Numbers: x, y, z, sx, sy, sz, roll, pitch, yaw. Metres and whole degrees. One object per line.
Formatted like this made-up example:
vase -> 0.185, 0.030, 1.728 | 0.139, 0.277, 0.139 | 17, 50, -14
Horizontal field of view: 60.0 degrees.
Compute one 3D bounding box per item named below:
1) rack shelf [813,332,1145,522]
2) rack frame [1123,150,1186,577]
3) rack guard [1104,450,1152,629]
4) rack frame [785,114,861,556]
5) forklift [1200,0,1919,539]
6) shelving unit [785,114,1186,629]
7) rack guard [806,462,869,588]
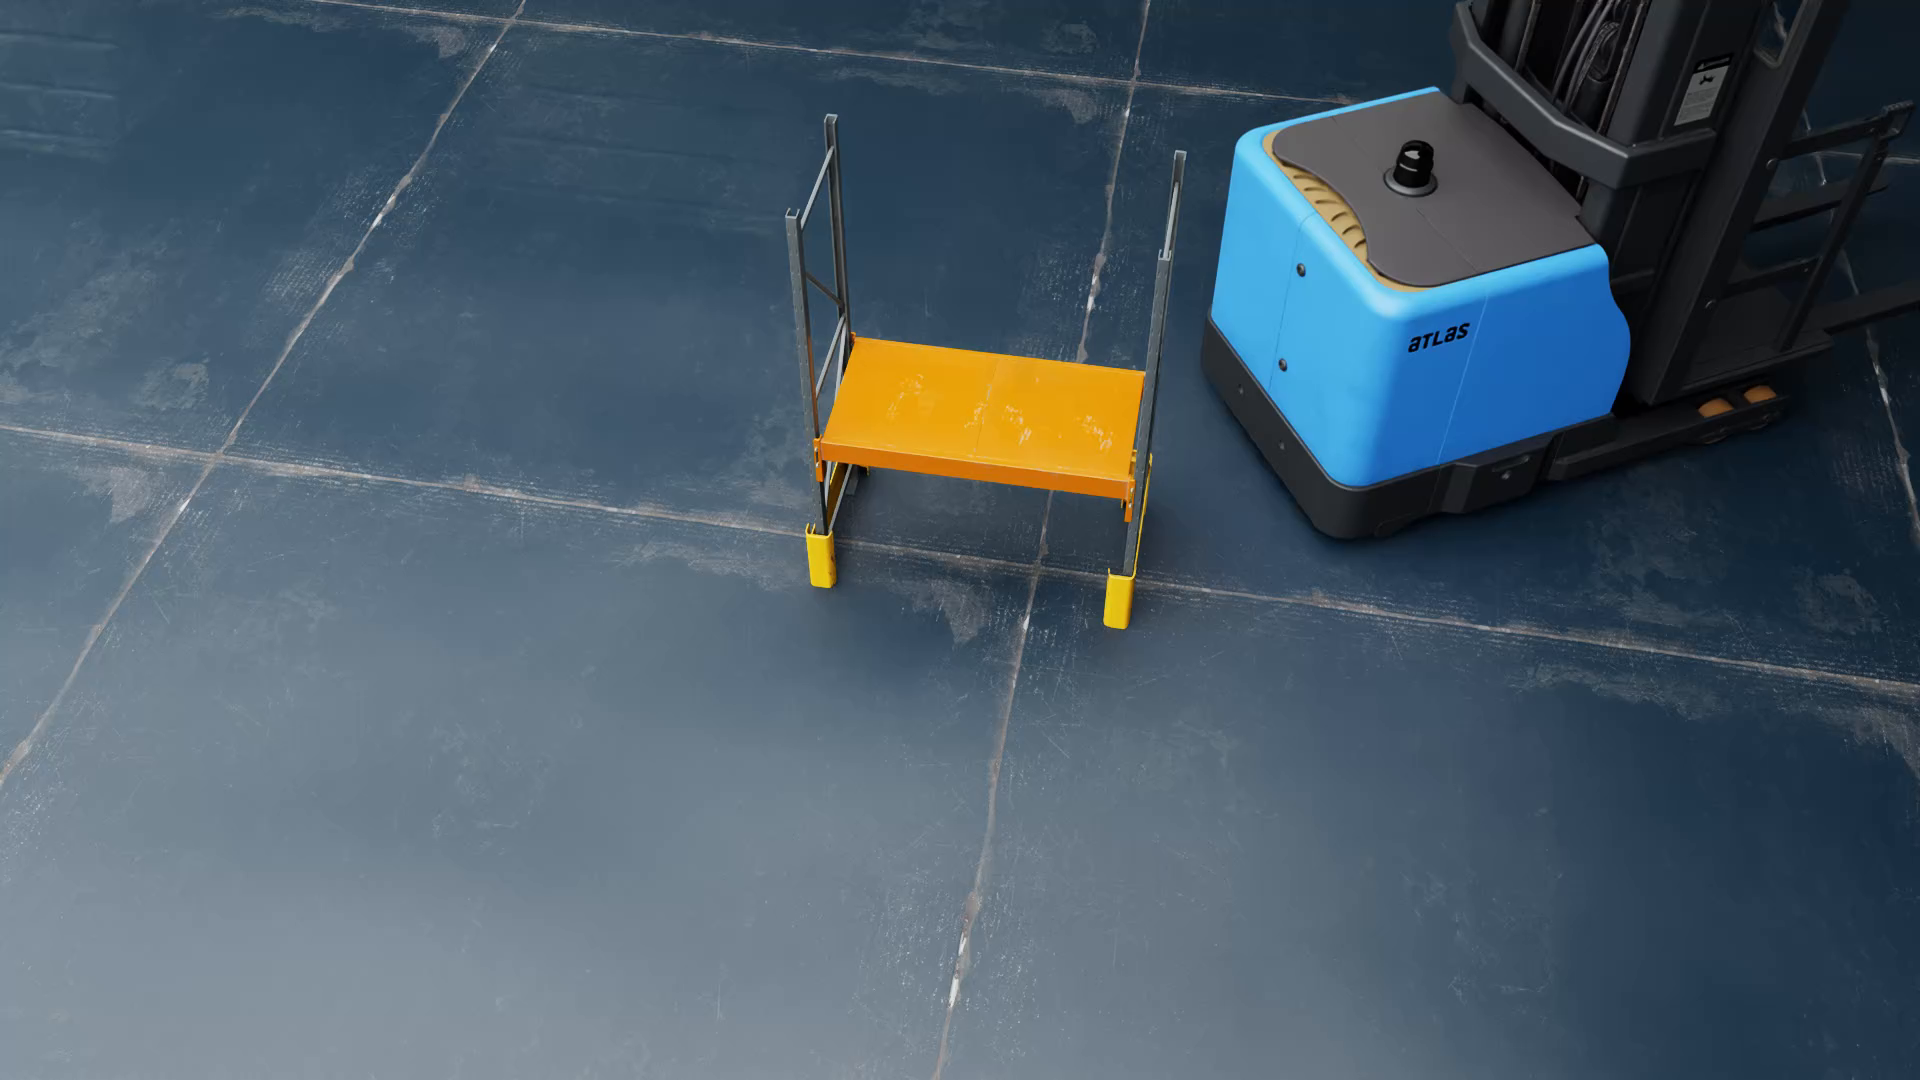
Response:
rack shelf -> 0.084, -0.370, 5.316 | 1.000, 0.185, 0.538 | 8, 49, 7
rack frame -> 0.584, -0.423, 5.122 | 0.032, 1.500, 0.500 | 8, 49, 7
rack guard -> 0.565, -0.008, 5.589 | 0.087, 0.250, 0.587 | 8, 49, 7
rack frame -> -0.416, -0.557, 5.242 | 0.032, 1.500, 0.500 | 8, 49, 7
forklift -> 2.472, -1.683, 5.292 | 3.031, 2.935, 1.130 | -16, 50, -14
shelving unit -> 0.075, -0.491, 5.183 | 1.083, 1.500, 0.587 | 8, 49, 7
rack guard -> -0.415, -0.139, 5.707 | 0.087, 0.250, 0.587 | 8, 49, 7
